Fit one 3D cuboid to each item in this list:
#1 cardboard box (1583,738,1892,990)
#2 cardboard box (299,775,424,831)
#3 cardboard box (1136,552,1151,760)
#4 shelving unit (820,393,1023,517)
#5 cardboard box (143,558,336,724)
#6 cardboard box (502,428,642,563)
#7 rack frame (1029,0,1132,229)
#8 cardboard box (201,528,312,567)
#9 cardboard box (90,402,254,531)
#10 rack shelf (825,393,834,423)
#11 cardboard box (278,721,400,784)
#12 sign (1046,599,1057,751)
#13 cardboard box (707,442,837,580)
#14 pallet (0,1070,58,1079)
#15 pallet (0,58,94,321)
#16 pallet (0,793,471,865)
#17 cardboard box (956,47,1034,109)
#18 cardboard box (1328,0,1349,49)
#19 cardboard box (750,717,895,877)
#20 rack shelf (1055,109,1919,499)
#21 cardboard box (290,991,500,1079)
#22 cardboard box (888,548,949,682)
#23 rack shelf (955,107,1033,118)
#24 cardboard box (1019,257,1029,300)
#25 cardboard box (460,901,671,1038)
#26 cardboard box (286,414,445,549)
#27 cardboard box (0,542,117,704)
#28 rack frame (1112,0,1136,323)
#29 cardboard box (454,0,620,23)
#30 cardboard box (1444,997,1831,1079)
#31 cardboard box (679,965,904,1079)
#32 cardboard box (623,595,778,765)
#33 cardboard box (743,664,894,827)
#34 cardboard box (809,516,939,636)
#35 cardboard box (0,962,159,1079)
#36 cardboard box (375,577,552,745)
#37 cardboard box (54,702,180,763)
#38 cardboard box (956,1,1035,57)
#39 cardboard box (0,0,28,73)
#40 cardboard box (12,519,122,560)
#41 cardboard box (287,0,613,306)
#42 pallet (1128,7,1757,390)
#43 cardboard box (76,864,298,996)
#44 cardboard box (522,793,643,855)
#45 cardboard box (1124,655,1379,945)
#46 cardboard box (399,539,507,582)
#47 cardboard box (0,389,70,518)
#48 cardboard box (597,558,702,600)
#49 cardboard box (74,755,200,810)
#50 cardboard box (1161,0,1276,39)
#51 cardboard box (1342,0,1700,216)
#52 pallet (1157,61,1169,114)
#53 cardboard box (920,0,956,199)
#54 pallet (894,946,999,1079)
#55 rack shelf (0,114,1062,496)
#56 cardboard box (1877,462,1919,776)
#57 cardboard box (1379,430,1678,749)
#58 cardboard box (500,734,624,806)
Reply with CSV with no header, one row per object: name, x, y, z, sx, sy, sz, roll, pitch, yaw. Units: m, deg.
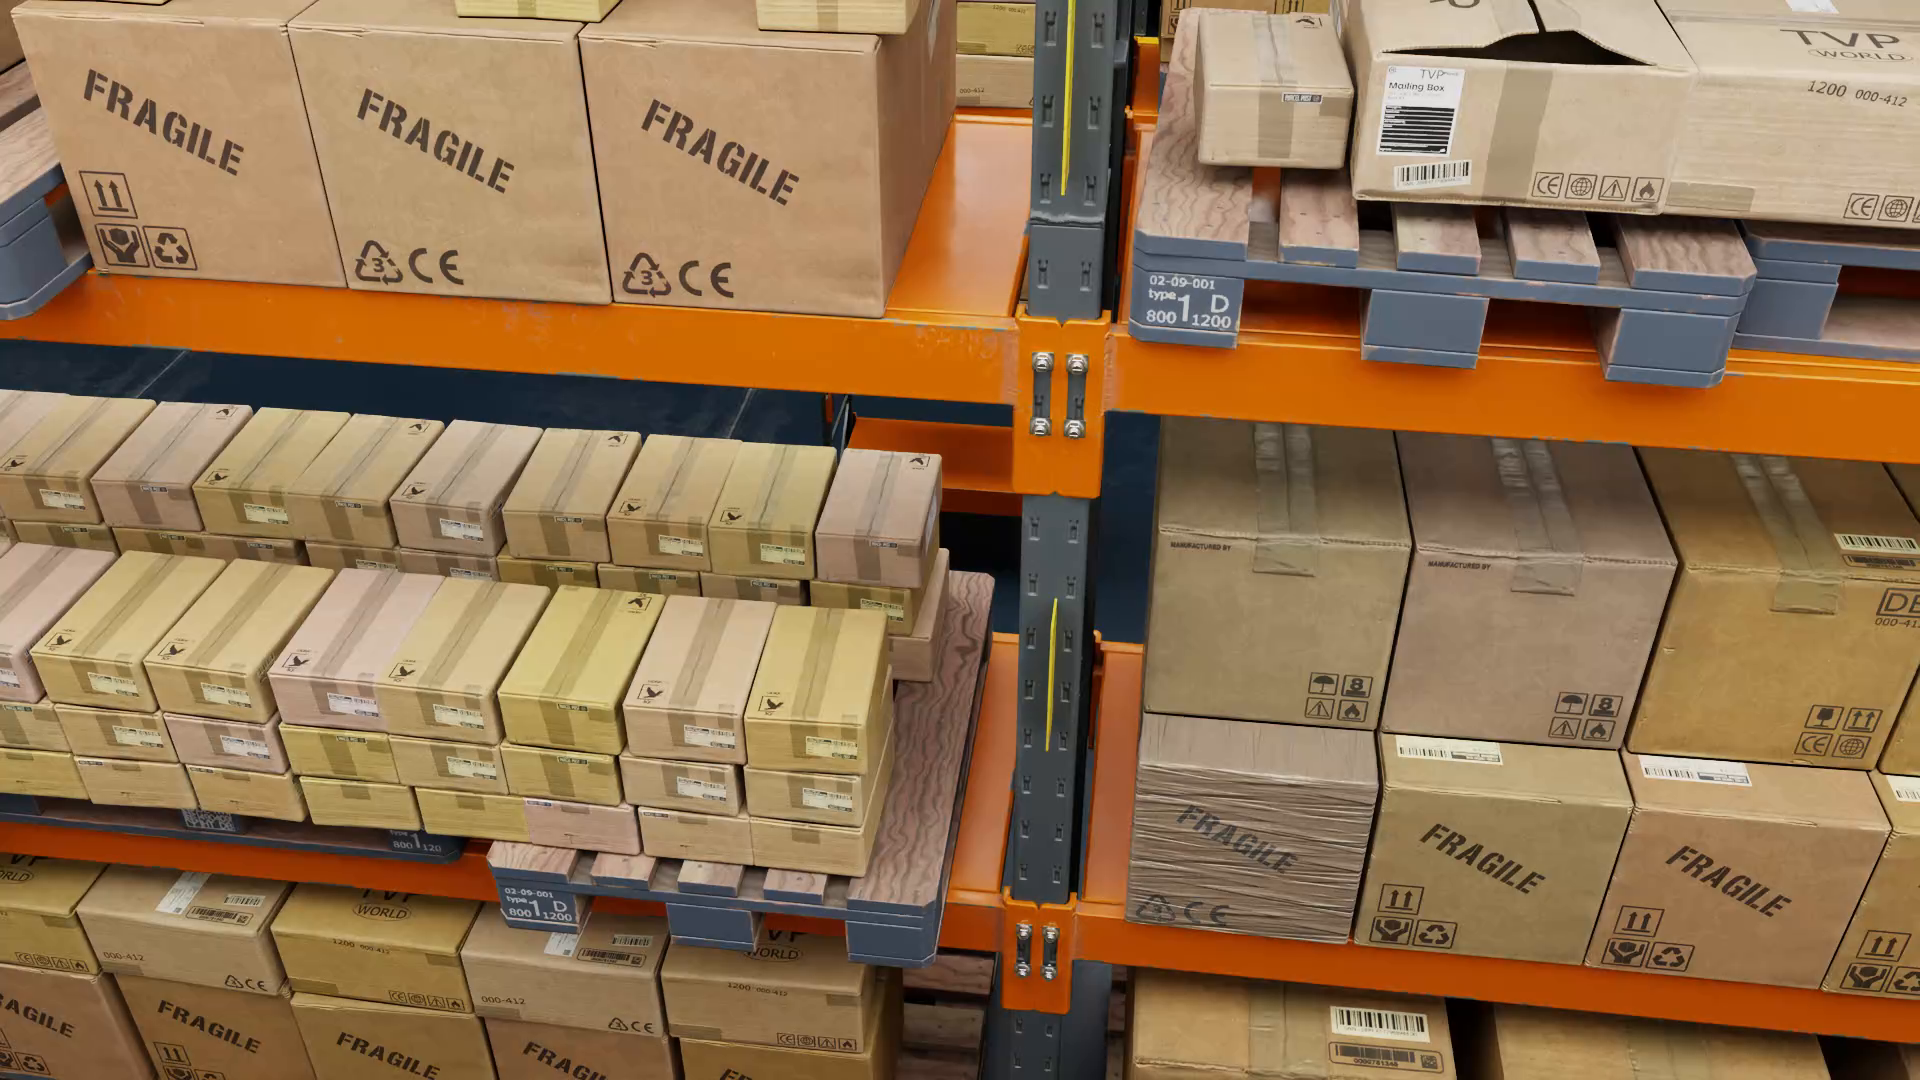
cardboard box,1.660,0.621,3.712,0.500,0.500,0.500,4,36,6
cardboard box,-1.318,0.481,3.849,0.250,0.149,0.380,3,36,4
cardboard box,0.725,0.237,4.250,0.500,0.500,0.500,4,36,6
shelving unit,-0.007,-0.458,6.924,1.048,1.125,0.538,4,36,6
cardboard box,-1.582,0.219,3.703,0.250,0.149,0.380,6,36,8
cardboard box,-0.961,-0.116,4.174,0.250,0.149,0.380,3,36,4
rack frame,0.245,-2.043,2.366,0.127,3.000,1.000,4,36,6
cardboard box,-1.755,-0.054,4.343,0.250,0.149,0.380,6,36,8
cardboard box,-2.007,-0.194,4.282,0.250,0.149,0.380,3,36,4
rack shelf,-0.007,-0.697,6.754,1.000,0.278,0.538,4,36,6
cardboard box,-1.324,0.360,3.762,0.250,0.149,0.380,4,36,6
sign,0.185,0.273,3.356,0.005,0.325,0.100,4,36,6
cardboard box,-0.456,-0.076,4.117,0.250,0.149,0.380,3,36,5
pallet,-2.951,1.295,5.254,1.213,0.211,1.003,4,36,6
pallet,-2.095,-0.859,3.451,1.003,0.211,1.213,4,36,6
pallet,-1.724,0.354,4.336,1.213,0.211,1.003,4,36,6
cardboard box,0.240,-2.287,8.002,0.500,0.250,0.500,3,36,4
cardboard box,0.867,-1.021,3.270,0.250,0.166,0.380,4,36,6
cardboard box,-0.303,0.559,3.740,0.250,0.149,0.380,5,36,7
rack shelf,2.228,-0.381,3.239,4.000,0.370,1.077,4,36,6
cardboard box,-1.483,1.277,4.668,0.500,0.500,0.500,3,36,4
cardboard box,-0.174,0.181,4.269,0.250,0.149,0.380,4,36,5
rack shelf,-1.209,-2.316,8.532,4.000,0.370,1.077,4,36,6
cardboard box,0.100,-1.866,8.749,0.875,0.875,0.875,4,36,6
cardboard box,-0.970,1.010,4.398,0.500,0.250,0.500,5,36,7
cardboard box,-1.493,-0.154,4.226,0.250,0.149,0.380,5,36,7
cardboard box,-2.108,0.182,3.756,0.250,0.149,0.380,6,36,8
rack frame,0.775,-2.460,8.115,0.127,3.000,1.000,4,36,6
cardboard box,-0.700,-1.084,2.859,0.258,0.266,0.396,4,36,6
cardboard box,1.705,1.304,4.416,0.750,0.750,1.050,5,36,7
cardboard box,-0.442,1.348,4.570,0.500,0.500,0.500,4,36,6
cardboard box,-0.549,0.296,3.595,0.250,0.149,0.380,4,36,5
cardboard box,-0.303,0.435,3.657,0.250,0.149,0.380,5,36,7
cardboard box,-0.209,0.058,4.185,0.250,0.149,0.380,6,36,8
cardboard box,-2.499,1.195,4.783,0.500,0.500,0.500,6,36,8
cardboard box,-1.074,0.259,3.647,0.250,0.149,0.380,5,36,7
cardboard box,-1.839,0.322,3.815,0.250,0.149,0.380,4,36,5
cardboard box,0.262,-2.492,7.859,0.500,0.250,0.500,4,36,6
cardboard box,-2.208,-1.141,3.234,0.637,0.503,0.797,4,36,5
cardboard box,-2.266,-0.094,4.399,0.250,0.149,0.380,3,36,4
cardboard box,-0.852,-0.788,3.104,0.500,0.500,0.500,4,36,6
pallet,0.890,-0.728,3.268,1.003,0.211,1.213,6,36,8
cardboard box,-1.990,0.930,4.510,0.500,0.250,0.500,6,36,8
cardboard box,-0.805,0.521,3.793,0.250,0.149,0.380,5,36,7
cardboard box,0.655,0.547,3.815,0.500,0.500,0.500,5,36,6
cardboard box,-1.241,-0.016,4.289,0.250,0.149,0.380,4,36,6
cardboard box,-2.517,-0.231,4.335,0.250,0.149,0.380,4,36,6
cardboard box,-0.744,0.021,4.237,0.250,0.149,0.380,3,36,4
cardboard box,-1.845,0.443,3.902,0.250,0.149,0.380,3,36,4
cardboard box,1.192,-2.627,7.644,0.500,0.500,0.500,3,36,5
cardboard box,0.934,-0.817,2.859,0.500,0.311,0.500,4,36,6
pallet,1.495,-2.391,8.183,1.003,0.211,1.213,4,36,6
cardboard box,-0.288,-1.058,3.482,0.500,0.500,0.500,4,36,6
pallet,-0.530,1.476,5.001,1.213,0.211,1.003,4,36,6
rack shelf,-1.739,-0.677,3.654,4.000,0.370,1.077,4,36,6
cardboard box,2.206,0.101,3.579,0.500,0.500,0.700,4,36,5
cardboard box,1.190,0.027,3.683,0.500,0.500,0.700,4,36,5
cardboard box,-0.830,0.398,3.708,0.250,0.149,0.380,5,36,7
